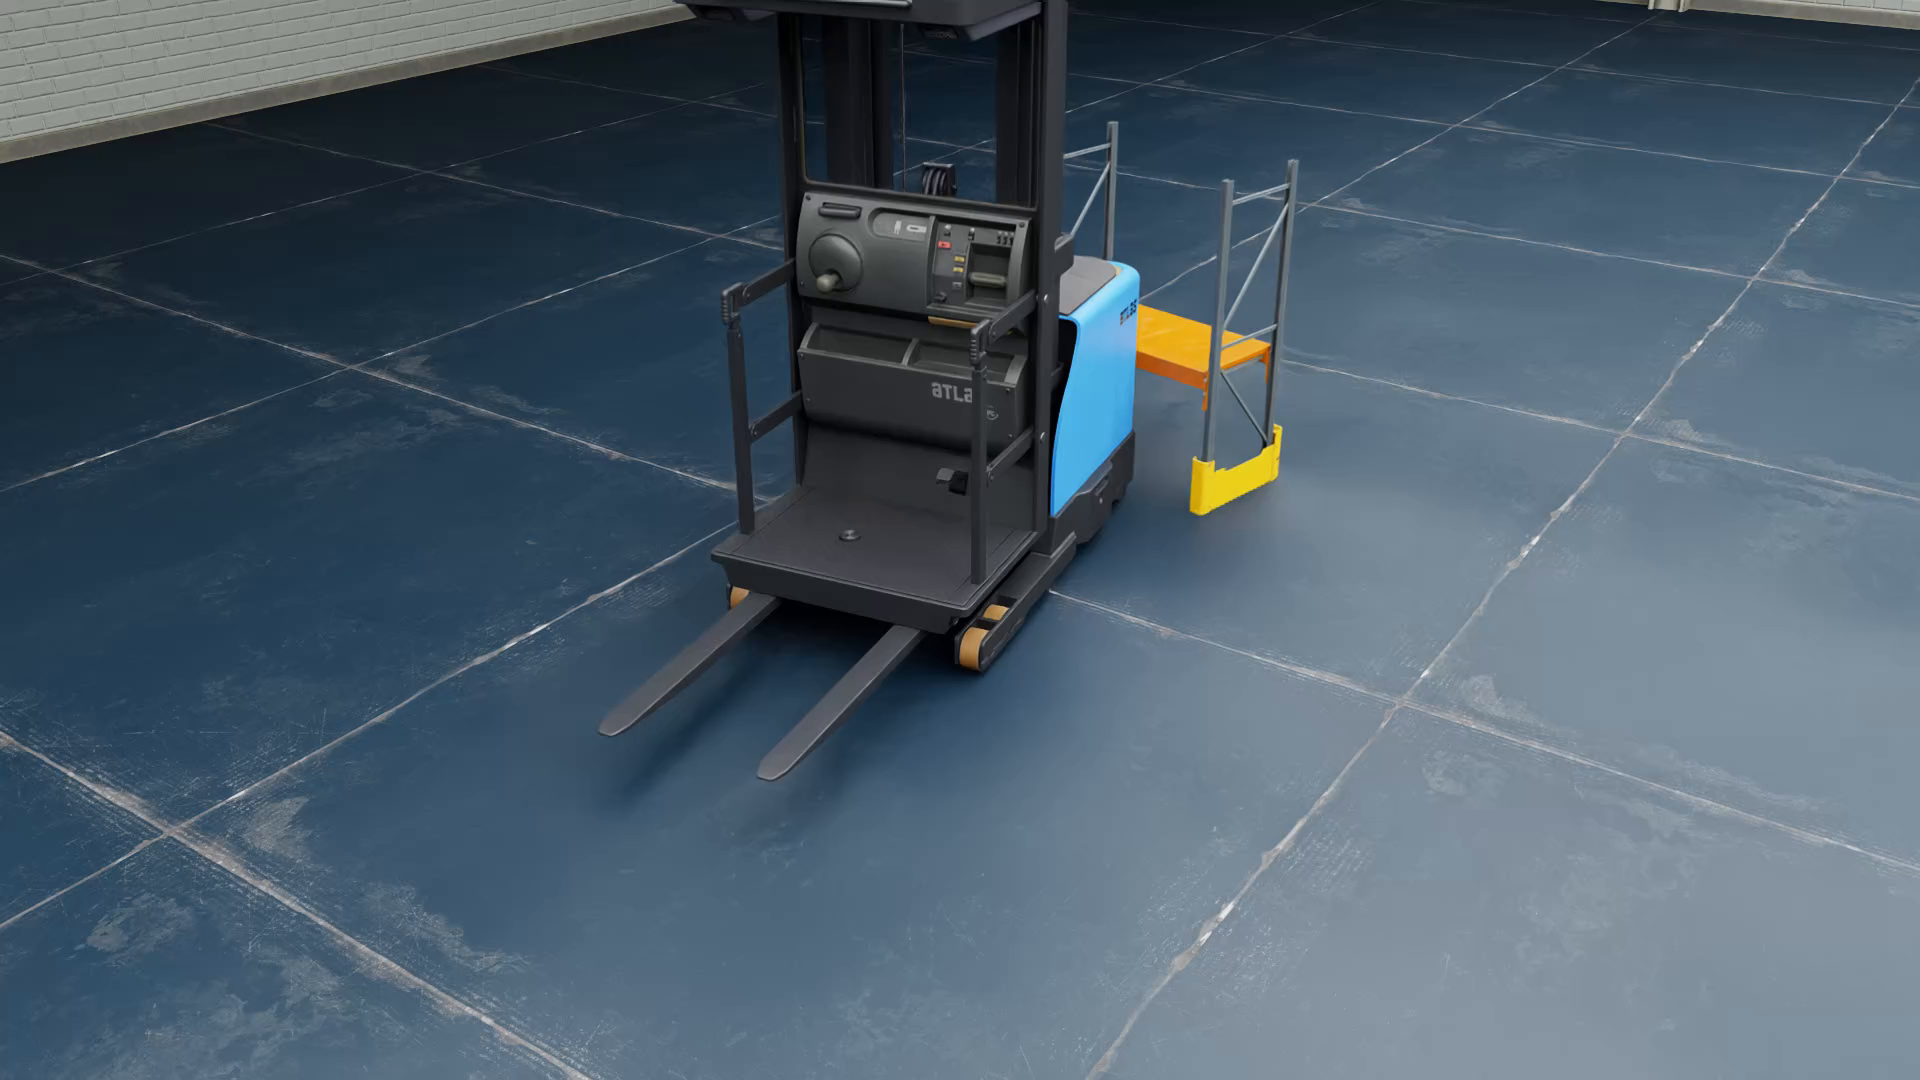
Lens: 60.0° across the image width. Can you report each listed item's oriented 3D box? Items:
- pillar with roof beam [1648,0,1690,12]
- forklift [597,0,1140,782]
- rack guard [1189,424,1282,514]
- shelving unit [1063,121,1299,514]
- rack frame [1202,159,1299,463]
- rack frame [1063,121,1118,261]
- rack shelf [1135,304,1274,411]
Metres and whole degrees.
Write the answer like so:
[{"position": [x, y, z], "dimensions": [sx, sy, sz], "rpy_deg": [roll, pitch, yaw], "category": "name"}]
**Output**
[{"position": [5.863, -8.625, 14.277], "dimensions": [0.400, 9.000, 9.100], "rpy_deg": [17, 32, 30], "category": "pillar with roof beam"}, {"position": [-0.273, -1.034, 6.050], "dimensions": [1.130, 2.935, 3.031], "rpy_deg": [12, 29, 22], "category": "forklift"}, {"position": [1.267, -0.331, 7.625], "dimensions": [0.587, 0.250, 0.087], "rpy_deg": [-24, 36, -39], "category": "rack guard"}, {"position": [0.917, -1.049, 7.657], "dimensions": [0.587, 1.500, 1.083], "rpy_deg": [-24, 36, -39], "category": "shelving unit"}, {"position": [1.268, -0.888, 7.340], "dimensions": [0.500, 1.500, 0.032], "rpy_deg": [-24, 36, -39], "category": "rack frame"}, {"position": [0.554, -1.216, 7.985], "dimensions": [0.500, 1.500, 0.032], "rpy_deg": [-24, 36, -39], "category": "rack frame"}, {"position": [0.911, -0.891, 7.744], "dimensions": [0.538, 0.185, 1.000], "rpy_deg": [-24, 36, -39], "category": "rack shelf"}]
